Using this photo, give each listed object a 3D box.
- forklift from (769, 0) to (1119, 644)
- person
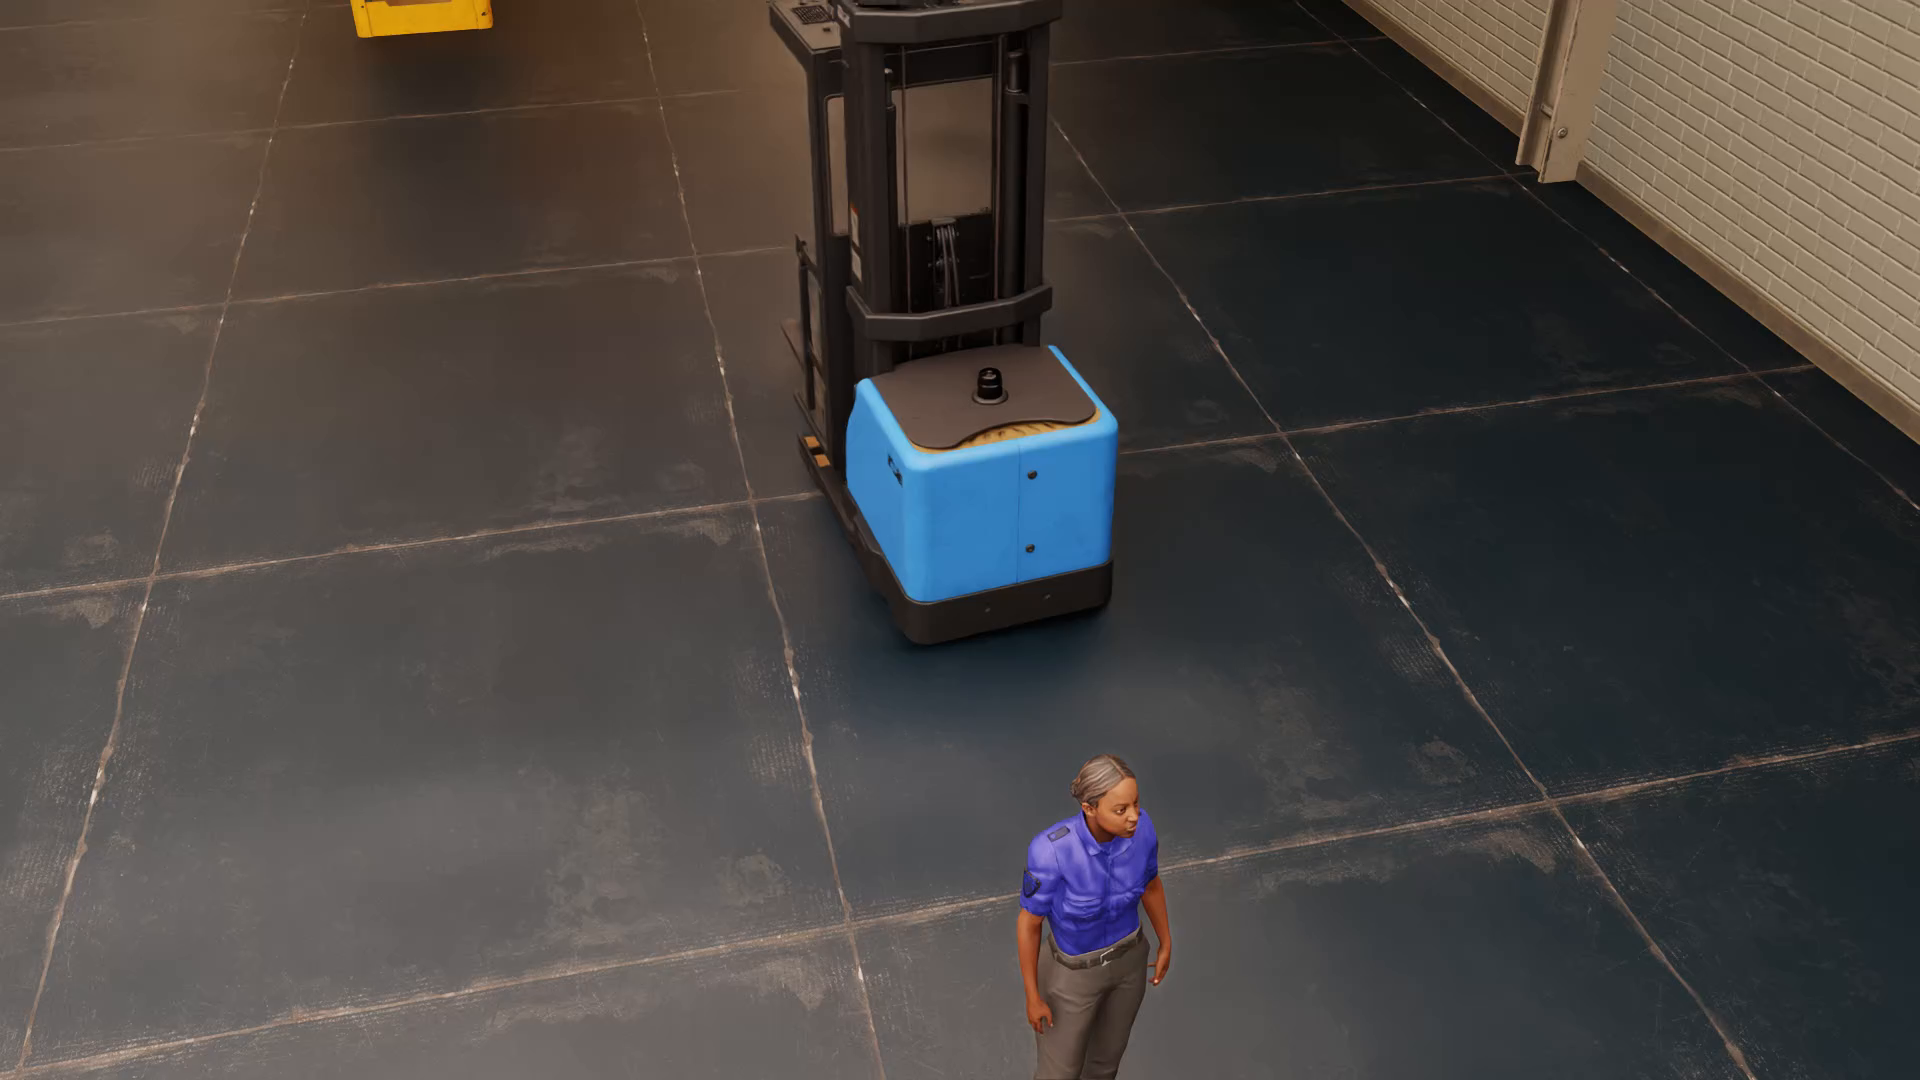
[{"bbox_3d":[-0.244,-1.561,8.220,1.130,2.935,3.031,-12,37,-16],"label":"forklift"},{"bbox_3d":[0.447,1.396,5.190,0.569,1.656,0.503,-18,39,-23],"label":"person"}]
